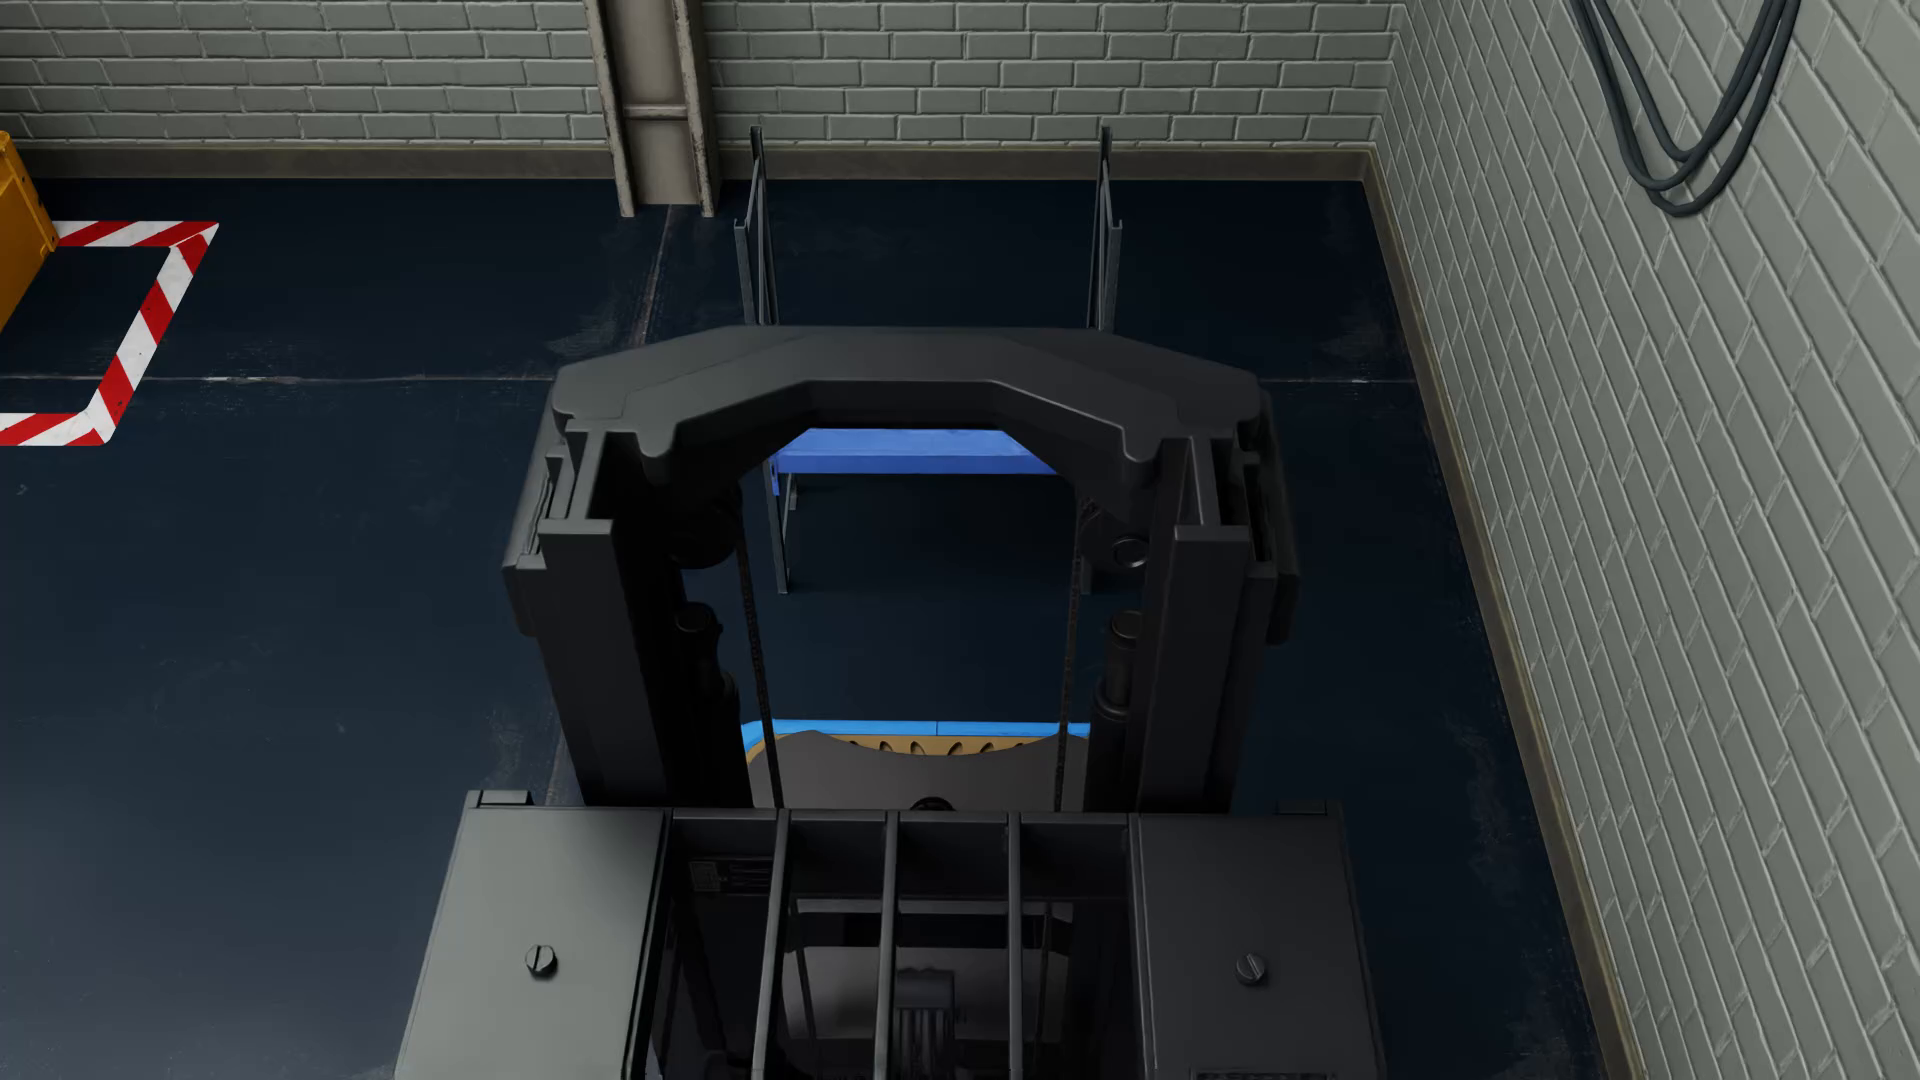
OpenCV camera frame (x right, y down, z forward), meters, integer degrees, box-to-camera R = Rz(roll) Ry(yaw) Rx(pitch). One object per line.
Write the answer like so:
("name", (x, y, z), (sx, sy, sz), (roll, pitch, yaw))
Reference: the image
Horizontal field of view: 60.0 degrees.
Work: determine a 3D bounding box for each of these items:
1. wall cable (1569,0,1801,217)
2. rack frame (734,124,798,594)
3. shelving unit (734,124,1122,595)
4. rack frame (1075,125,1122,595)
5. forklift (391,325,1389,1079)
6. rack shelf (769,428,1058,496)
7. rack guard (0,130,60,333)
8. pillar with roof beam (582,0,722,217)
("wall cable", (1.720, -2.582, 4.127), (0.112, 2.526, 3.097), (0, 47, 0))
("rack frame", (-0.594, -0.513, 5.203), (0.032, 1.500, 0.500), (0, 47, 0))
("shelving unit", (-0.085, -0.511, 5.201), (1.048, 1.500, 0.538), (0, 47, 0))
("rack frame", (0.423, -0.510, 5.200), (0.032, 1.500, 0.500), (0, 47, 0))
("forklift", (-0.075, 1.238, 2.595), (1.130, 2.935, 3.031), (1, 47, 1))
("rack shelf", (-0.085, -0.389, 5.333), (1.000, 0.185, 0.538), (0, 47, 0))
("rack guard", (-3.911, -1.022, 6.359), (0.348, 0.500, 1.175), (0, 47, 0))
("pillar with roof beam", (-1.247, -1.392, 0.898), (0.400, 9.000, 9.100), (0, 47, 0))
